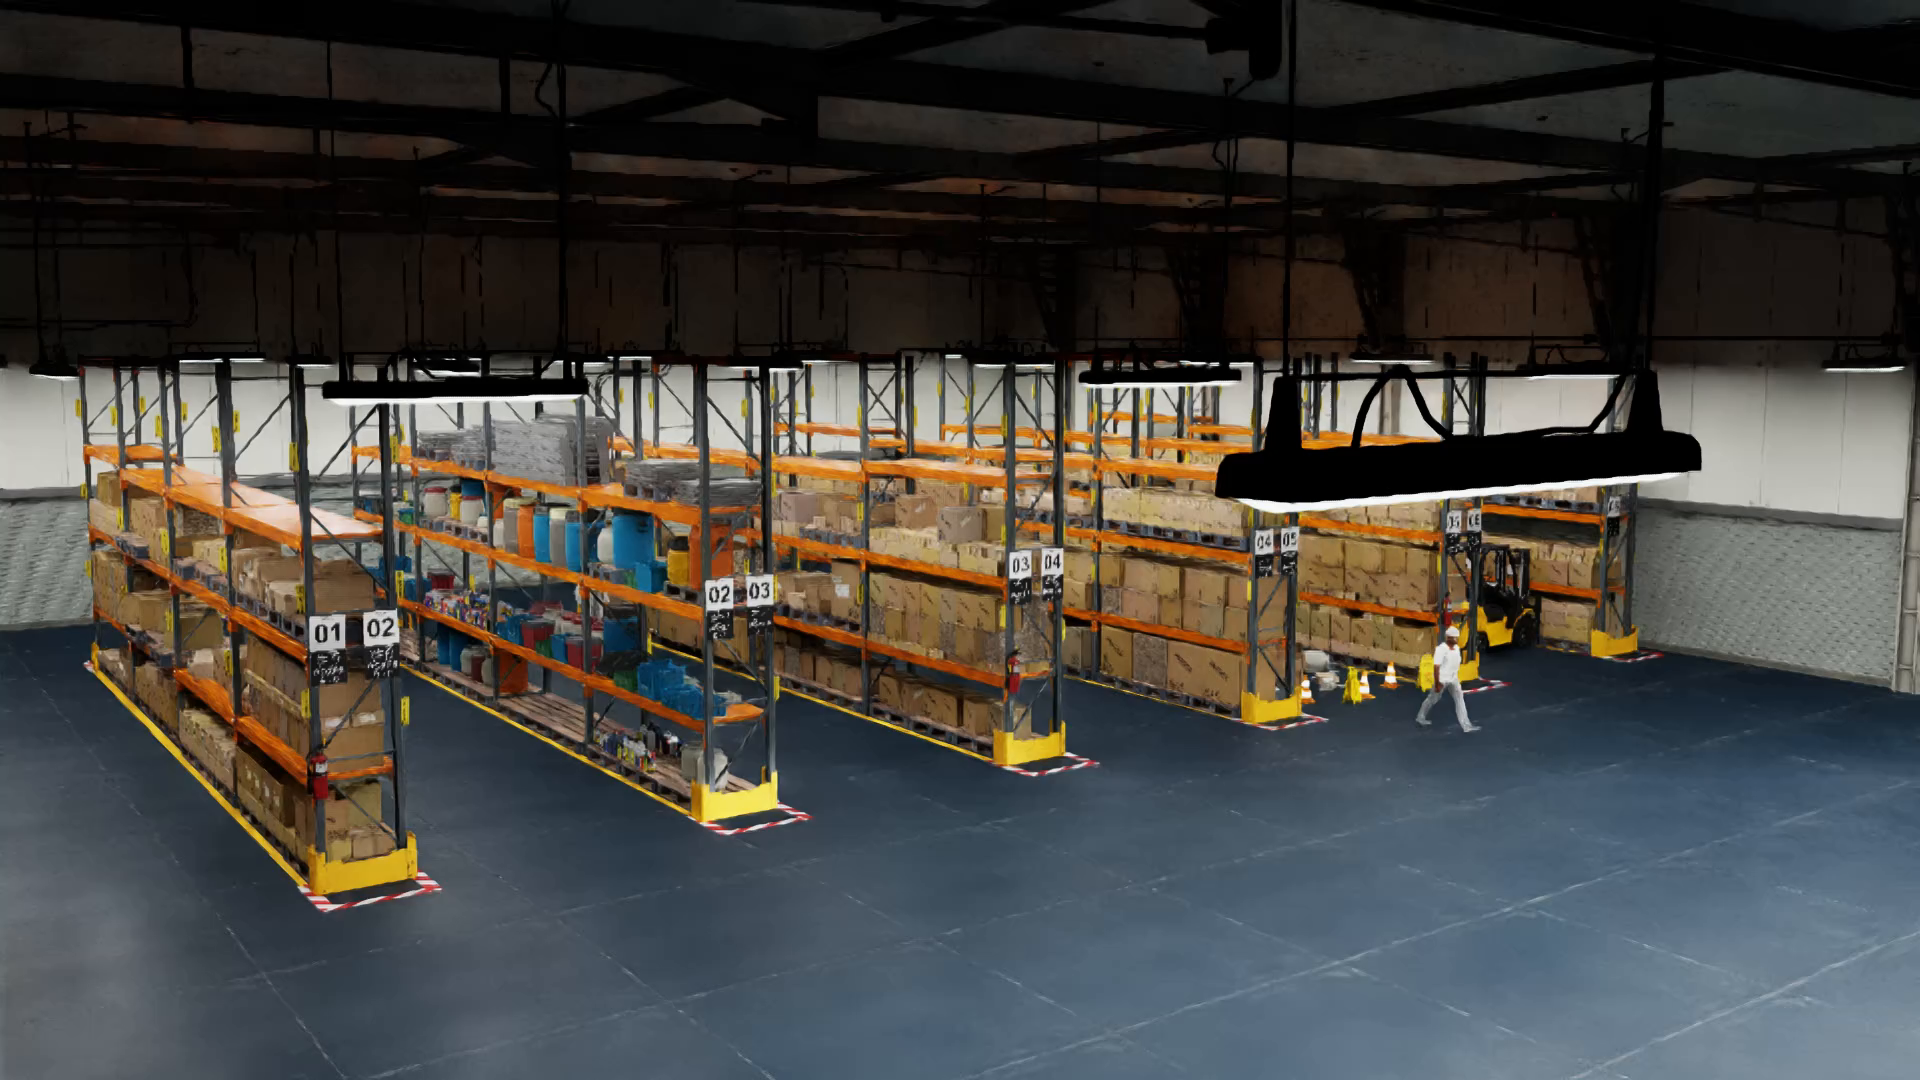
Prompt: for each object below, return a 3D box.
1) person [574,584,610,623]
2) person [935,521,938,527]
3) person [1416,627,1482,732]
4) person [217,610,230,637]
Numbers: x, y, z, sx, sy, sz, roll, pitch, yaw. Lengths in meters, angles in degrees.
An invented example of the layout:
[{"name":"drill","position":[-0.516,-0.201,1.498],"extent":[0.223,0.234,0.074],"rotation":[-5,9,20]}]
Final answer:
[{"name":"person","position":[-7.571,1.335,34.194],"extent":[0.729,1.733,0.546],"rotation":[-5,9,-37]},{"name":"person","position":[-0.564,0.385,41.845],"extent":[0.515,1.747,0.660],"rotation":[-6,9,-42]},{"name":"person","position":[7.872,2.232,26.852],"extent":[0.577,1.691,1.121],"rotation":[-4,8,-32]},{"name":"person","position":[-14.509,1.511,32.849],"extent":[0.719,1.714,0.578],"rotation":[-5,9,-37]}]
